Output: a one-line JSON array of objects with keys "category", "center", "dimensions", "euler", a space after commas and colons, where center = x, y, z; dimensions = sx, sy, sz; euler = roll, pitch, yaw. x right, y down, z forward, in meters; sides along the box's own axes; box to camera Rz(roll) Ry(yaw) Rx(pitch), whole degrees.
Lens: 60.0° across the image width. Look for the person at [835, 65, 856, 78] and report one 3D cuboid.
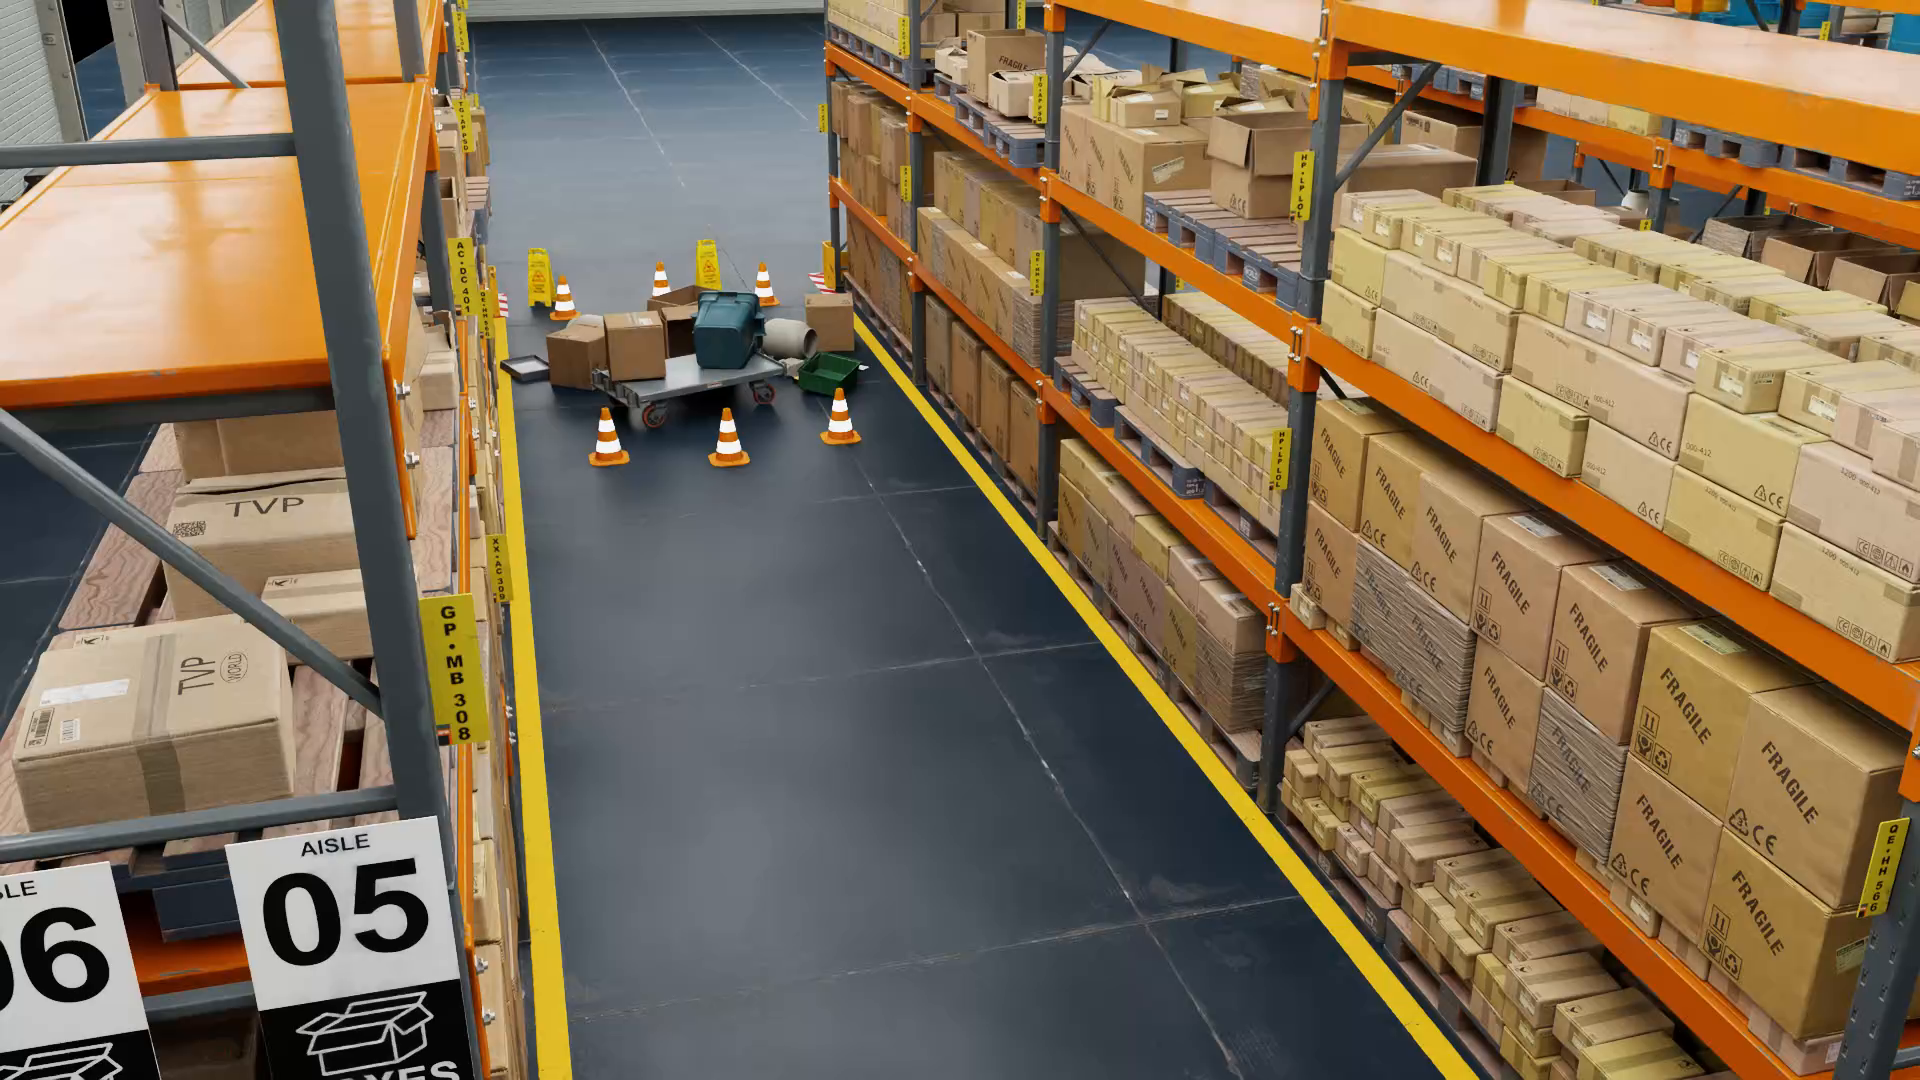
[{"category": "person", "center": [-1.422, -0.573, 8.975], "dimensions": [9.744, 2.370, 22.327], "euler": [2, 23, 4]}]
